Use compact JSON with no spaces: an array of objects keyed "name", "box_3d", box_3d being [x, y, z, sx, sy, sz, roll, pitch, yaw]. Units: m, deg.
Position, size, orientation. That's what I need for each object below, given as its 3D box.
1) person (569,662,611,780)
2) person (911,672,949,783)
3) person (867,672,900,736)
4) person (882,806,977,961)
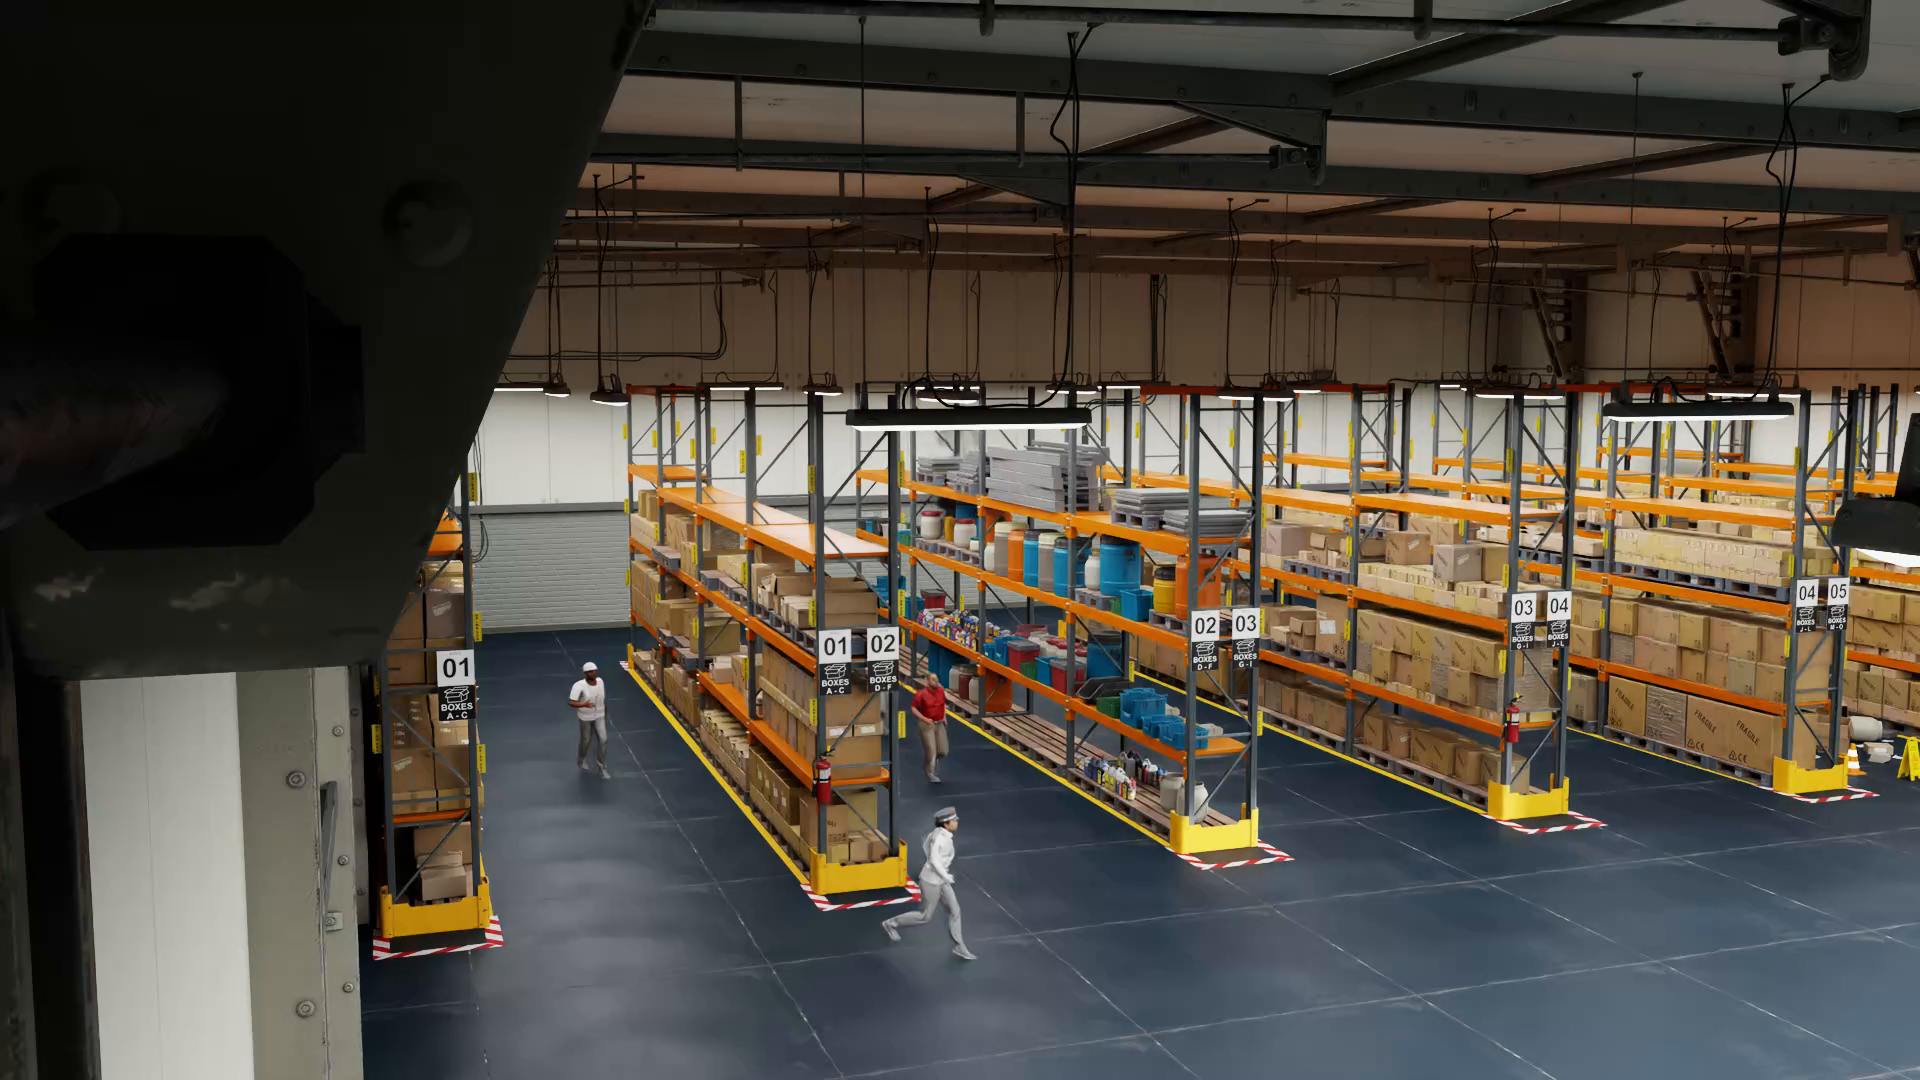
[{"name":"person","box_3d":[-5.744,2.785,25.788,0.679,1.816,0.807,-4,7,-34]},{"name":"person","box_3d":[-0.449,2.864,25.499,0.667,1.692,0.600,-4,7,-34]},{"name":"person","box_3d":[-1.325,2.562,28.794,0.595,1.609,0.561,-4,7,-35]},{"name":"person","box_3d":[-0.325,3.684,17.831,1.024,1.681,0.619,1,6,6]}]
